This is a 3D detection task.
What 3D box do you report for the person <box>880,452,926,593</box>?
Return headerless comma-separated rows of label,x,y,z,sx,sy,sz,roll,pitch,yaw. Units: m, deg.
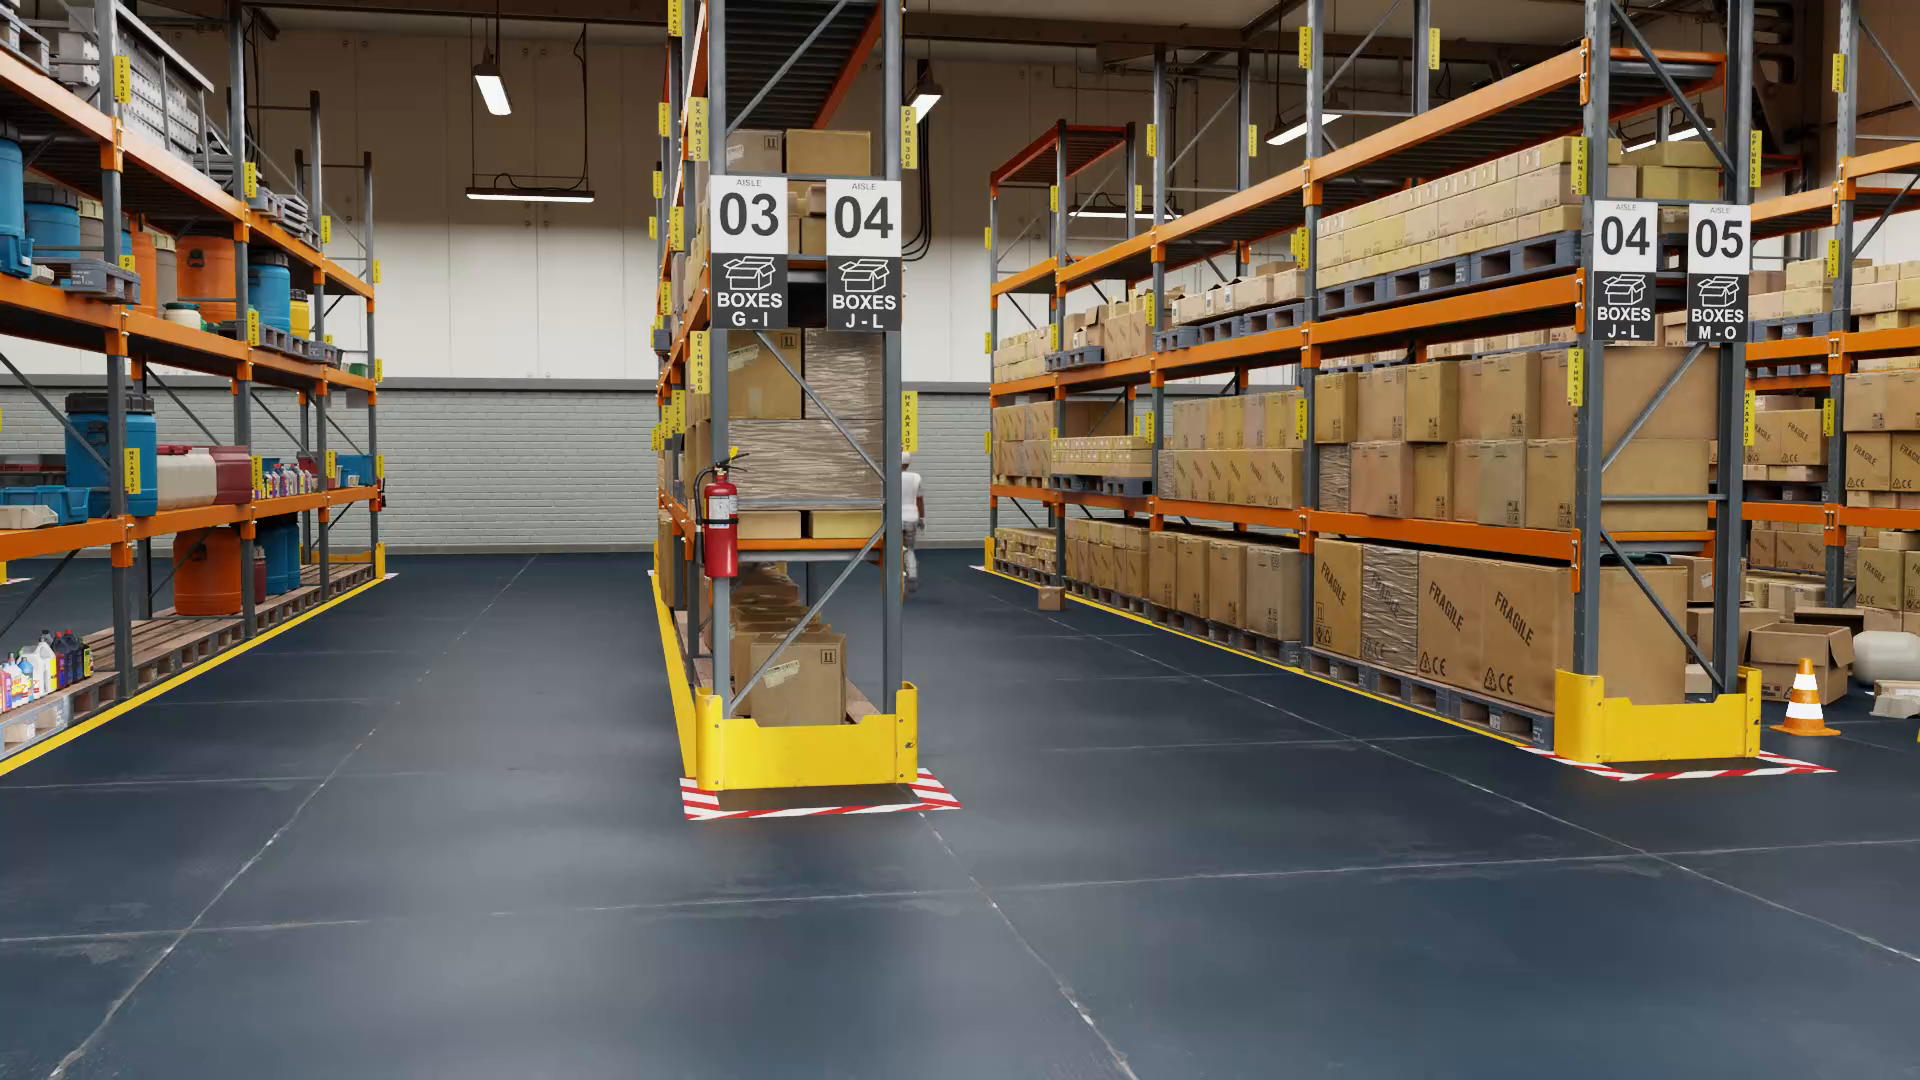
person,-0.732,-0.227,20.762,0.596,1.788,0.448,-1,3,-23
